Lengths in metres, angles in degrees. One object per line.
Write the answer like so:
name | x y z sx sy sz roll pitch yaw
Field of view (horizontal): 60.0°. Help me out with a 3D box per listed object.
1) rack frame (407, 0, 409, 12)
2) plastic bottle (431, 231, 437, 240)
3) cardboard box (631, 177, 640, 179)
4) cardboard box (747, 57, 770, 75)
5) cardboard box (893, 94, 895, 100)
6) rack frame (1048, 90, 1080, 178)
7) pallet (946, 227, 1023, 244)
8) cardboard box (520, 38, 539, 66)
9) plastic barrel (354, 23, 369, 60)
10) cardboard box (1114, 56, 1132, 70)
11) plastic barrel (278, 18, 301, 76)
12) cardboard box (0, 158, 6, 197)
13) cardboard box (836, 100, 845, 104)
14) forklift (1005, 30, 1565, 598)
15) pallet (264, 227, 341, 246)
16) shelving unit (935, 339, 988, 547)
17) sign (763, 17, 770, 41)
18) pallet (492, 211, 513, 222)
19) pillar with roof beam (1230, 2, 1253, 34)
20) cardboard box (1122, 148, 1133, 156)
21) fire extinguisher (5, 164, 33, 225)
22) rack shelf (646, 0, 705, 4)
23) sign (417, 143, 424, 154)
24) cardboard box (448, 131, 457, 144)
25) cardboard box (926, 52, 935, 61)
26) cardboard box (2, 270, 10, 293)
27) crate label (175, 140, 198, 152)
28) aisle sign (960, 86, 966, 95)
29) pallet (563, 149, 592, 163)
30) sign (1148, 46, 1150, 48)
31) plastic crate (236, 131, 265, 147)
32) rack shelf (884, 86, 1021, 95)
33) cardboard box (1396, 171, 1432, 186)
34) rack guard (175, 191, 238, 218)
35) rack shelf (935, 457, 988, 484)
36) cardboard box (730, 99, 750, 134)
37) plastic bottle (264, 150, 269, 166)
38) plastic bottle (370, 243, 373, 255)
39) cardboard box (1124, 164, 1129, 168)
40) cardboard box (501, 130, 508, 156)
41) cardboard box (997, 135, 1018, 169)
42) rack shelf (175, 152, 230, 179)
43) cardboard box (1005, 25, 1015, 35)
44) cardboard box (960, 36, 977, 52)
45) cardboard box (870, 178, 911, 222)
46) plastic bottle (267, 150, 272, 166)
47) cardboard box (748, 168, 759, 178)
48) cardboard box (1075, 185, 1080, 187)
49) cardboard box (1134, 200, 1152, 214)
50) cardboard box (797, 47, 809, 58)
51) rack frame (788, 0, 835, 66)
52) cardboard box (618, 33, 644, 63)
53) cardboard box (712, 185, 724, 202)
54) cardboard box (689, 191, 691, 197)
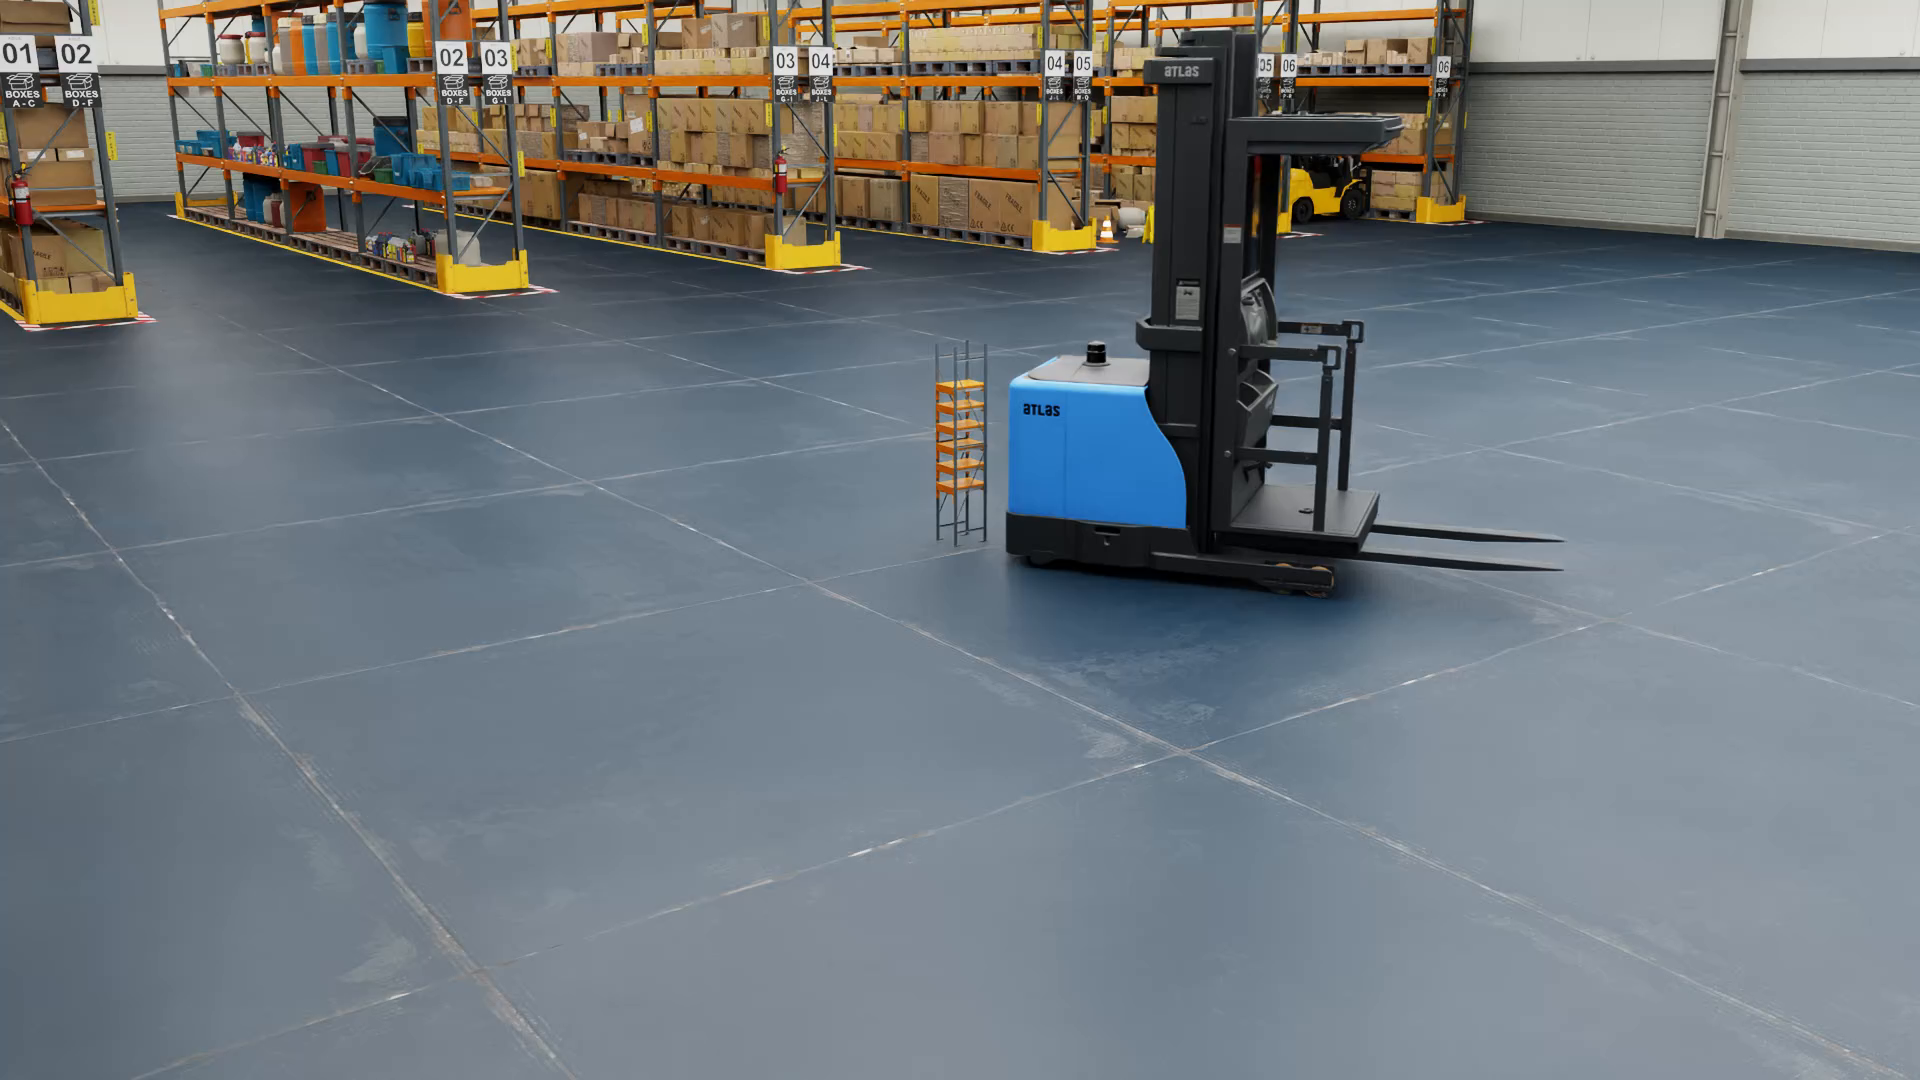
rack frame | -11.741 -11.901 36.512 1.000 3.000 0.127 -11 19 -35
plastic bottle | -7.777 -4.408 24.684 0.144 0.351 0.185 -11 19 -35
cardboard box | -7.636 -8.706 39.679 0.380 0.149 0.250 -12 19 -37
cardboard box | -2.822 -7.029 24.677 0.500 0.250 0.500 -10 18 -33
cardboard box | -1.512 -10.695 40.157 0.380 0.149 0.250 -11 19 -34
rack frame | 2.640 -10.463 42.621 1.000 3.000 0.127 -11 19 -35
pallet | 0.491 -5.413 29.454 1.003 0.211 1.213 -11 19 -35
cardboard box | -8.033 -9.286 31.657 0.500 0.500 0.500 -10 18 -32
plastic barrel | -8.597 -7.257 24.219 0.421 0.512 0.421 0 15 0
cardboard box | 3.368 -9.365 32.648 0.500 0.250 0.500 -11 19 -36
plastic barrel | -10.736 -8.010 27.028 0.600 0.901 0.600 0 15 0
cardboard box | -11.827 -4.643 21.169 0.700 0.500 0.500 -11 19 -34
cardboard box | -2.761 -10.605 41.058 0.500 0.500 0.500 -11 19 -34
forklift | 1.835 -1.262 9.135 3.031 2.935 1.130 5 16 19
pallet | -11.541 -5.347 29.213 1.003 0.211 1.213 -11 19 -35
shelving unit | 0.009 -0.576 9.906 0.258 1.200 0.189 -11 19 -35
sign | -2.794 -7.383 24.009 0.100 0.325 0.005 -11 19 -35
pallet | -8.875 -6.655 33.992 1.003 0.211 1.213 -11 19 -35
pillar with roof beam | 3.005 -11.695 35.761 9.100 9.000 0.400 -11 19 -35
cardboard box | 3.447 -7.699 33.000 0.380 0.149 0.250 -10 18 -33
fire extinguisher | -10.655 -3.919 18.861 0.296 0.674 0.183 -11 19 -35
rack shelf | -3.509 -8.563 25.685 1.077 0.370 4.000 -11 19 -35
sign | -8.240 -5.893 25.400 0.100 0.325 0.005 -11 19 -35
cardboard box | -10.763 -8.606 35.557 0.500 0.250 0.500 -11 19 -36
cardboard box | -0.375 -8.531 29.371 0.380 0.149 0.250 -11 19 -35
cardboard box | -11.502 -3.210 20.537 0.500 0.250 0.500 -11 19 -35
crate label | -15.869 -8.083 34.130 0.416 0.233 0.303 -11 19 -35
aisle sign | 0.010 -12.540 45.286 0.394 0.787 0.004 -11 19 -35
pallet | -6.532 -7.071 30.592 1.213 0.211 1.003 -11 19 -35
sign | 3.765 -9.765 33.411 0.100 0.325 0.005 -11 19 -35
plastic crate | -13.718 -7.674 32.197 0.402 0.464 0.583 -11 19 -35
rack shelf | -0.197 -10.364 37.942 1.077 0.370 4.000 -11 19 -35
cardboard box | 9.172 -7.309 33.617 0.500 0.250 0.500 -10 18 -33
rack guard | -15.772 -7.036 34.837 1.175 0.500 0.348 -11 19 -35
rack shelf | 0.009 -0.417 9.950 0.258 0.103 0.180 -11 19 -35
cardboard box | -3.155 -6.450 25.312 0.500 0.500 0.500 -11 19 -35
plastic bottle | -12.044 -6.648 28.929 0.097 0.271 0.097 0 15 0
plastic bottle | -8.739 -4.359 24.788 0.097 0.201 0.097 0 15 0
cardboard box | 4.192 -9.101 40.357 0.380 0.149 0.250 -12 19 -36
cardboard box | -8.731 -7.850 32.887 0.500 0.500 0.500 -11 19 -36
cardboard box | 1.142 -6.598 28.216 0.875 0.550 0.550 -11 19 -35
rack shelf | -14.571 -7.465 33.030 1.077 0.370 4.000 -11 19 -35
cardboard box | 0.969 -8.428 27.484 0.380 0.149 0.250 -10 18 -34
cardboard box | 0.340 -8.491 28.471 0.500 0.250 0.500 -11 19 -34
cardboard box | -1.052 -6.429 31.351 1.050 0.750 0.750 -11 19 -35
plastic bottle | -11.930 -6.607 28.777 0.097 0.271 0.097 0 15 0
cardboard box | -3.003 -5.597 25.321 0.380 0.149 0.250 -11 19 -35
cardboard box | 2.185 -7.331 35.362 0.950 0.372 0.625 -10 18 -33
cardboard box | 3.782 -6.579 32.846 0.500 0.250 0.500 -10 18 -31
cardboard box | -2.308 -7.252 24.738 0.380 0.149 0.250 -11 19 -35
rack frame | -2.966 -10.941 33.005 1.000 3.000 0.127 -11 19 -35
cardboard box | -5.436 -8.461 28.634 0.797 0.503 0.637 -10 18 -32
cardboard box | -5.098 -7.700 36.465 0.500 0.500 0.500 -10 18 -32
cardboard box | -5.909 -7.828 37.601 0.380 0.149 0.250 -10 18 -33
